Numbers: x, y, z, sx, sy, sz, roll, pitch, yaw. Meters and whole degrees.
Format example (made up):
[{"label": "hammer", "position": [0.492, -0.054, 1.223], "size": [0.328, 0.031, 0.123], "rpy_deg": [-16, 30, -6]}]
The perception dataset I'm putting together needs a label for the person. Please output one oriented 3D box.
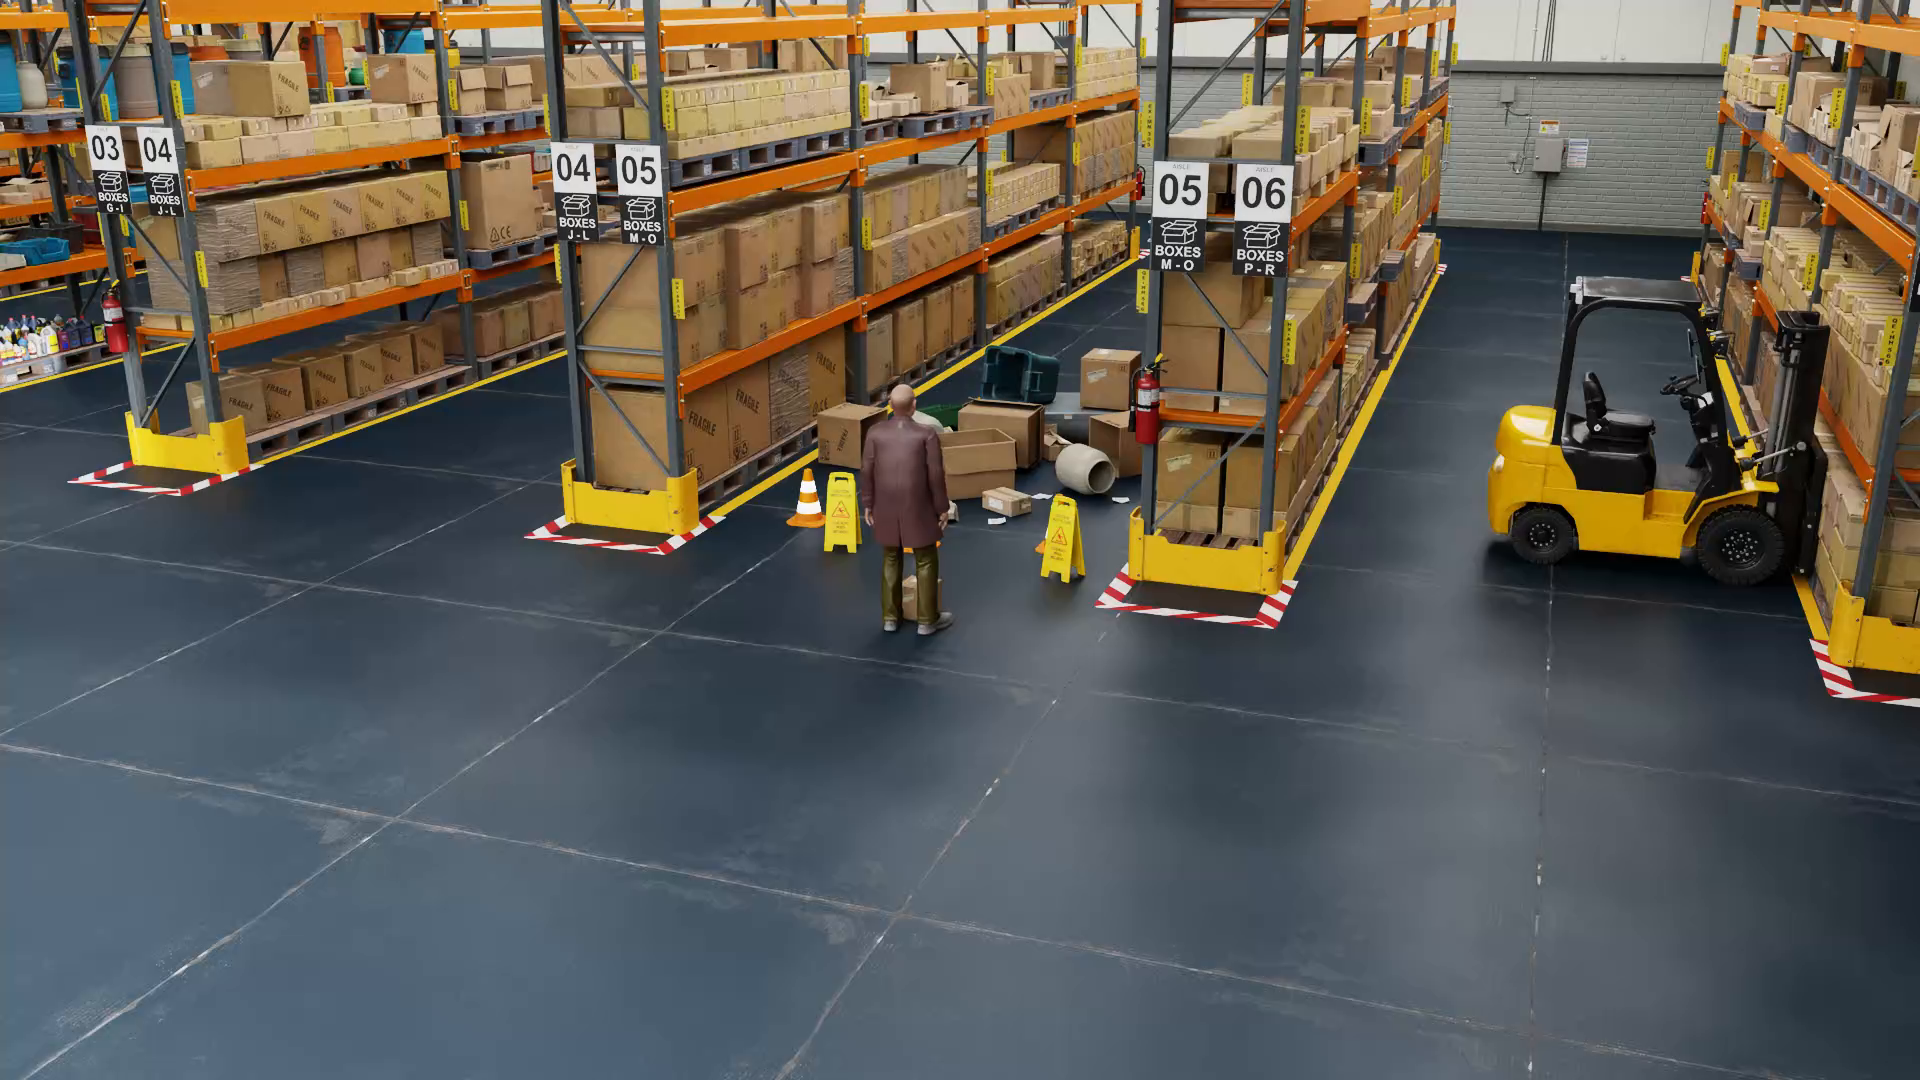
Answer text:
[{"label": "person", "position": [-0.387, -0.219, 11.745], "size": [0.651, 1.773, 0.427], "rpy_deg": [5, 19, 15]}]
